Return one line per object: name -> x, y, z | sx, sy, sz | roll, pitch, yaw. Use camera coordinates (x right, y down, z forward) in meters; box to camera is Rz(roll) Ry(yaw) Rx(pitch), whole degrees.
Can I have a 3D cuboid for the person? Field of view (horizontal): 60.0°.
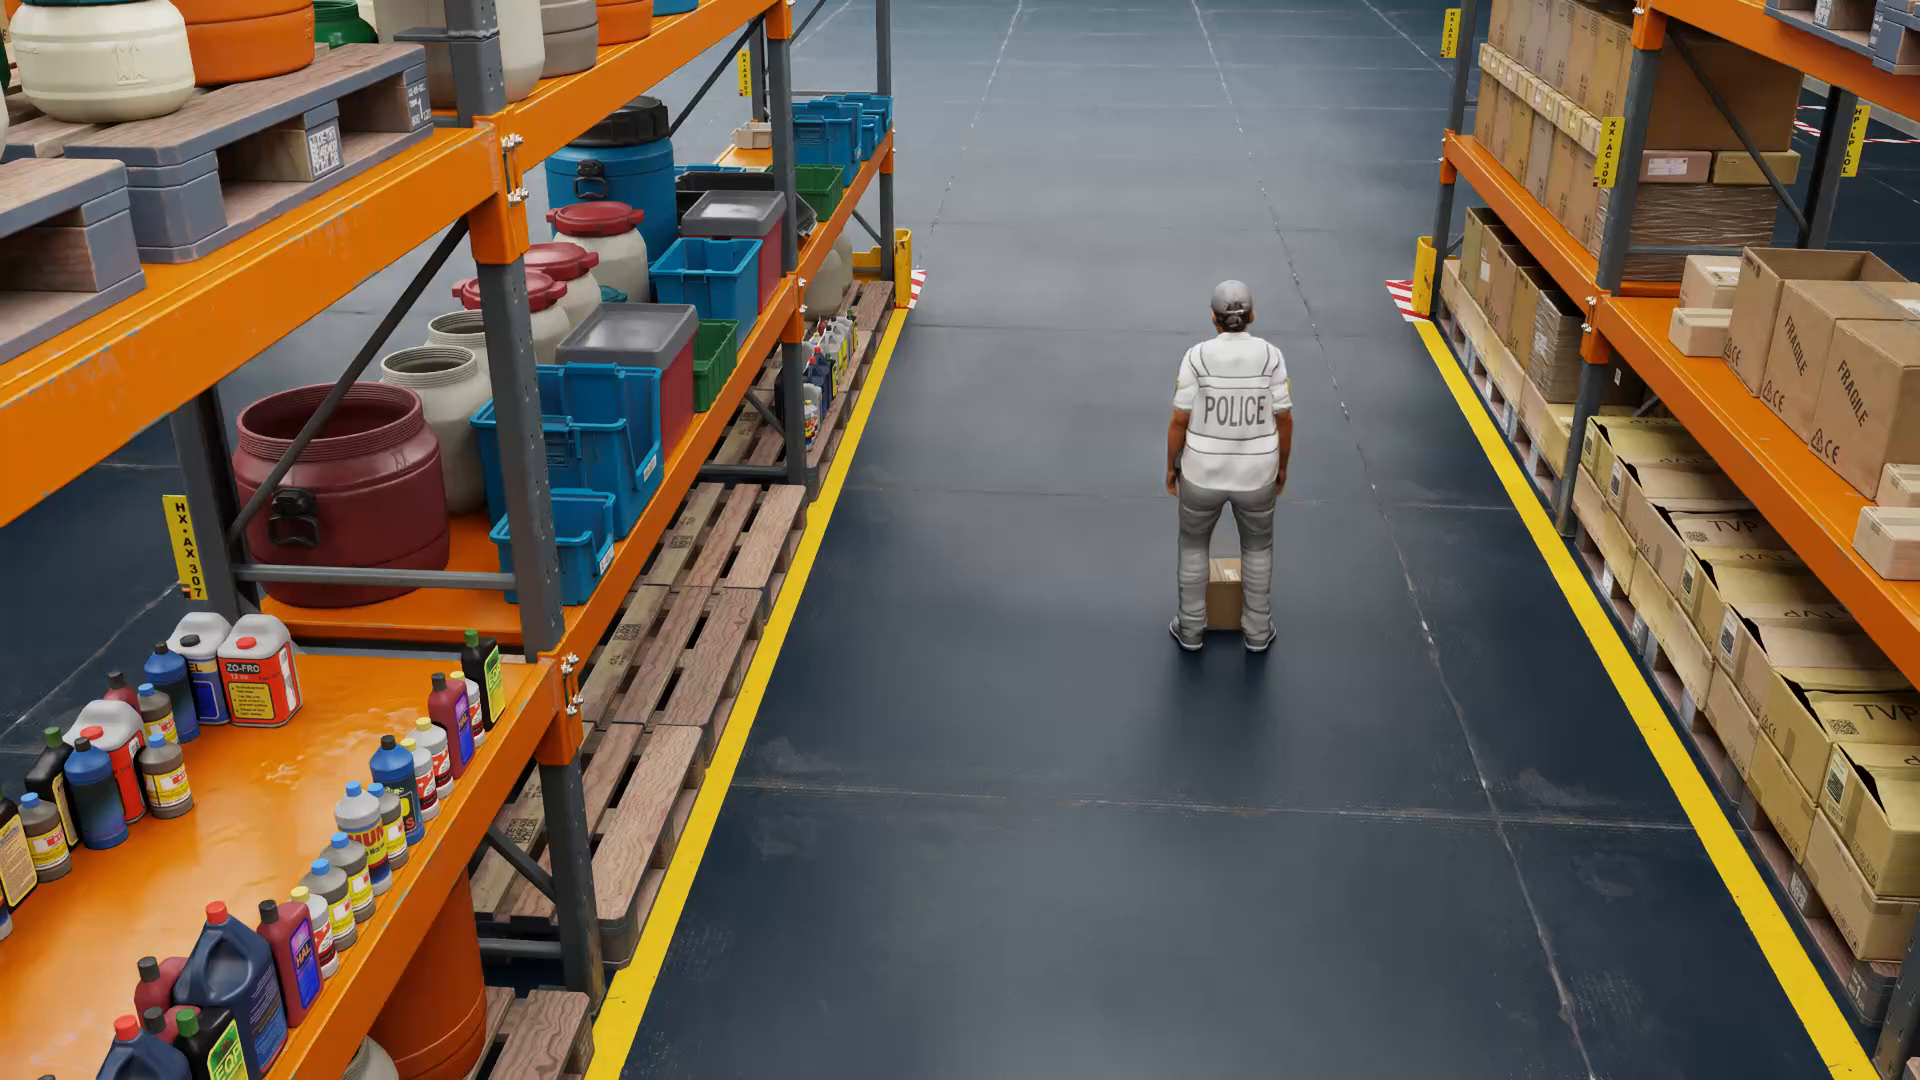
person -> 1.174, -0.302, 7.255 | 0.552, 1.666, 0.472 | 1, 25, 3
